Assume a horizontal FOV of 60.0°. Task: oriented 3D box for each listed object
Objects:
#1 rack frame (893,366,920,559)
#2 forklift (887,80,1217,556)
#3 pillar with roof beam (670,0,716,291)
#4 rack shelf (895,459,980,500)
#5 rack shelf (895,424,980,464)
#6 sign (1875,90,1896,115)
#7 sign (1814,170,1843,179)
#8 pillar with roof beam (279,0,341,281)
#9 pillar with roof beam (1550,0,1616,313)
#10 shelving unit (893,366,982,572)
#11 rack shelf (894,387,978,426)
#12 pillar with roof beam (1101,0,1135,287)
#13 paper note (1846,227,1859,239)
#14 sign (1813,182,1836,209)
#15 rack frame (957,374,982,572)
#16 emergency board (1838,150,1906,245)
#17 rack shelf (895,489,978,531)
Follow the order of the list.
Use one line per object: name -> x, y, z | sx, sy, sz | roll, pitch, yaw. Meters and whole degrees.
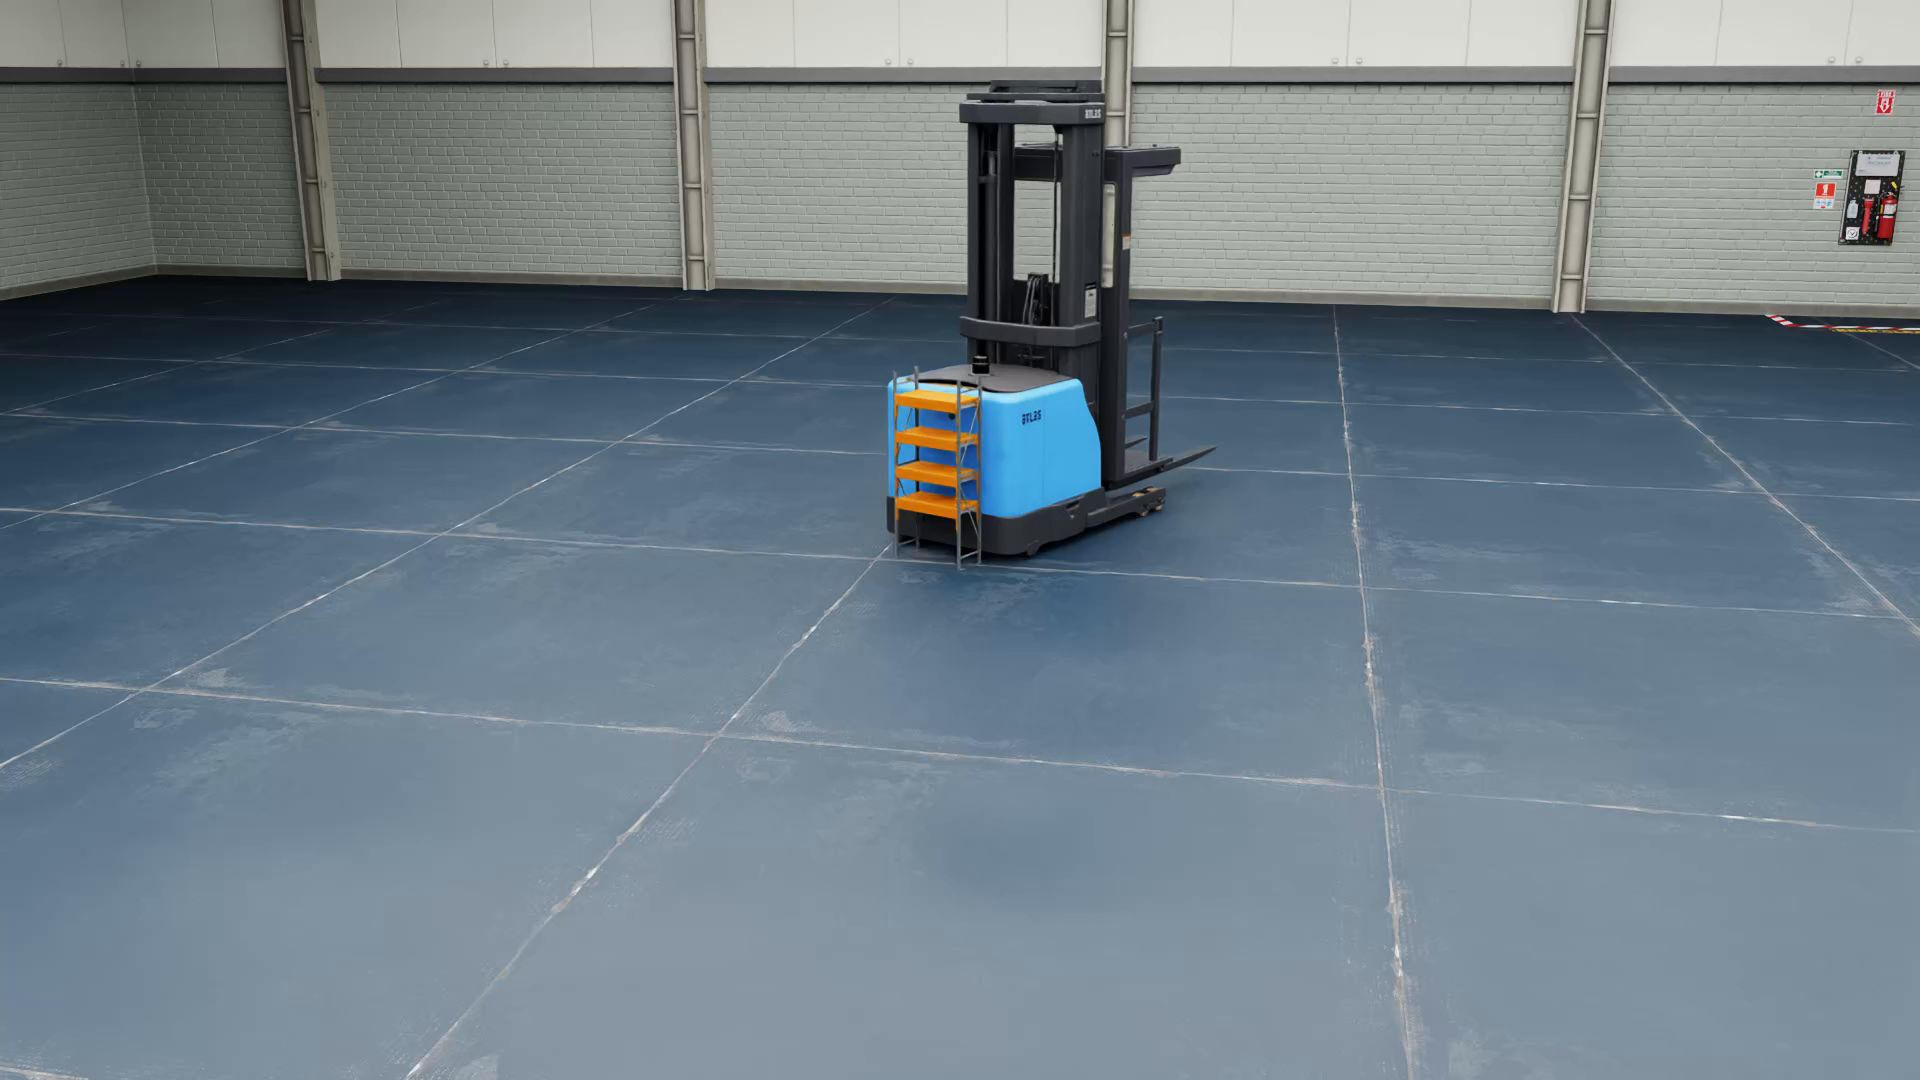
rack frame -> -0.336, -0.484, 10.492 | 0.015, 1.200, 0.240 | 11, 19, 35
forklift -> 0.801, -1.646, 11.442 | 1.130, 2.935, 3.031 | 11, 19, 35
pillar with roof beam -> -4.641, -6.855, 18.882 | 0.400, 9.000, 9.100 | 3, 16, 11
rack shelf -> -0.139, -0.381, 10.372 | 0.480, 0.148, 0.258 | 11, 19, 35
rack shelf -> -0.139, -0.597, 10.312 | 0.480, 0.148, 0.258 | 11, 19, 35
sign -> 11.454, -5.418, 20.589 | 0.199, 0.298, 0.001 | 3, 16, 11
sign -> 10.924, -4.600, 20.921 | 0.331, 0.109, 0.001 | 3, 16, 11
pillar with roof beam -> -10.520, -7.174, 20.035 | 0.400, 9.000, 9.100 | 3, 16, 11
pillar with roof beam -> 7.119, -6.217, 16.578 | 0.400, 9.000, 9.100 | 3, 16, 11
shelving unit -> -0.139, -0.446, 10.354 | 0.503, 1.200, 0.258 | 11, 19, 35
rack shelf -> -0.139, -0.825, 10.249 | 0.480, 0.148, 0.258 | 11, 19, 35
pillar with roof beam -> 1.239, -6.536, 17.730 | 0.400, 9.000, 9.100 | 3, 16, 11
paper note -> 11.283, -3.877, 21.019 | 0.142, 0.148, 0.016 | 3, 16, 11
sign -> 10.921, -4.348, 21.001 | 0.234, 0.329, 0.001 | 3, 16, 11
rack frame -> 0.059, -0.407, 10.215 | 0.015, 1.200, 0.240 | 11, 19, 35
emergency board -> 11.442, -4.274, 20.803 | 0.643, 1.169, 0.194 | 3, 16, 11
rack shelf -> -0.139, -0.190, 10.425 | 0.480, 0.148, 0.258 | 11, 19, 35
